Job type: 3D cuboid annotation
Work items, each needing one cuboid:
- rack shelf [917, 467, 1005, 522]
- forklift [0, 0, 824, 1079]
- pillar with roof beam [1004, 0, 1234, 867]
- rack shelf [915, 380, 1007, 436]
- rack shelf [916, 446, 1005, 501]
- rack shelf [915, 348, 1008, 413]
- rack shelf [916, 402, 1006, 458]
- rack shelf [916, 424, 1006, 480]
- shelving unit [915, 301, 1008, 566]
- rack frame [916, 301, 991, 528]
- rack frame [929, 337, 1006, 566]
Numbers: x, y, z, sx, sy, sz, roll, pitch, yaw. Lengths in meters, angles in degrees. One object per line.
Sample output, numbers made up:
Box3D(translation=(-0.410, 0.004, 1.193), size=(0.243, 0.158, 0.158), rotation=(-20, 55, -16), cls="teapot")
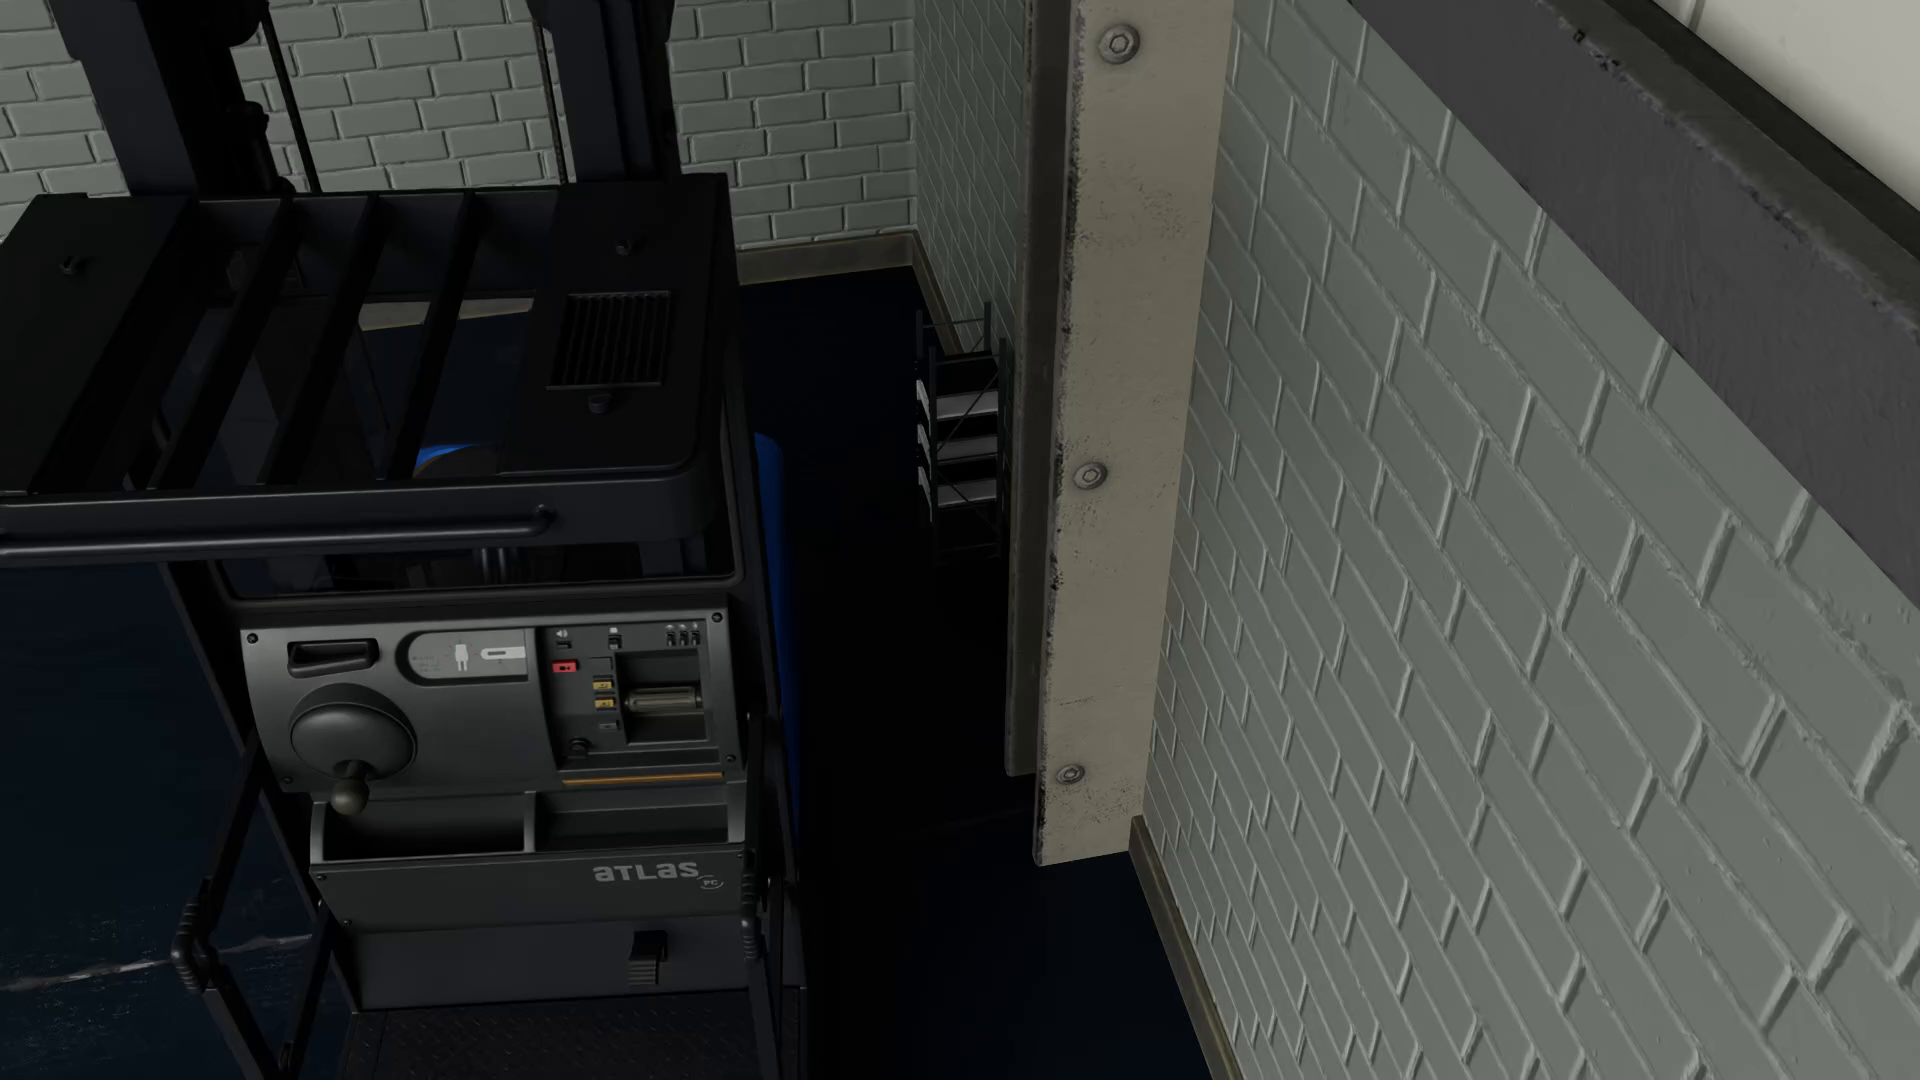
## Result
Box3D(translation=(0.002, -0.172, 5.587), size=(0.258, 0.077, 0.200), rotation=(-8, 42, -9), cls="rack shelf")
Box3D(translation=(-0.892, 0.404, 3.087), size=(1.130, 2.935, 3.031), rotation=(-2, 42, -3), cls="forklift")
Box3D(translation=(-3.880, -1.974, 1.195), size=(9.100, 9.000, 0.400), rotation=(-8, 42, -9), cls="pillar with roof beam")
Box3D(translation=(0.002, -0.441, 5.348), size=(0.258, 0.077, 0.200), rotation=(-8, 42, -9), cls="rack shelf")
Box3D(translation=(0.002, -0.239, 5.527), size=(0.258, 0.077, 0.200), rotation=(-8, 42, -9), cls="rack shelf")
Box3D(translation=(0.002, -0.508, 5.288), size=(0.258, 0.077, 0.200), rotation=(-8, 42, -9), cls="rack shelf")
Box3D(translation=(0.002, -0.374, 5.408), size=(0.258, 0.077, 0.200), rotation=(-8, 42, -9), cls="rack shelf")
Box3D(translation=(0.002, -0.306, 5.467), size=(0.258, 0.077, 0.200), rotation=(-8, 42, -9), cls="rack shelf")
Box3D(translation=(0.002, -0.331, 5.445), size=(0.258, 0.900, 0.210), rotation=(-8, 42, -9), cls="shelving unit")
Box3D(translation=(-0.020, -0.397, 5.520), size=(0.240, 0.900, 0.006), rotation=(-8, 42, -9), cls="rack frame")
Box3D(translation=(0.024, -0.265, 5.371), size=(0.240, 0.900, 0.006), rotation=(-8, 42, -9), cls="rack frame")
